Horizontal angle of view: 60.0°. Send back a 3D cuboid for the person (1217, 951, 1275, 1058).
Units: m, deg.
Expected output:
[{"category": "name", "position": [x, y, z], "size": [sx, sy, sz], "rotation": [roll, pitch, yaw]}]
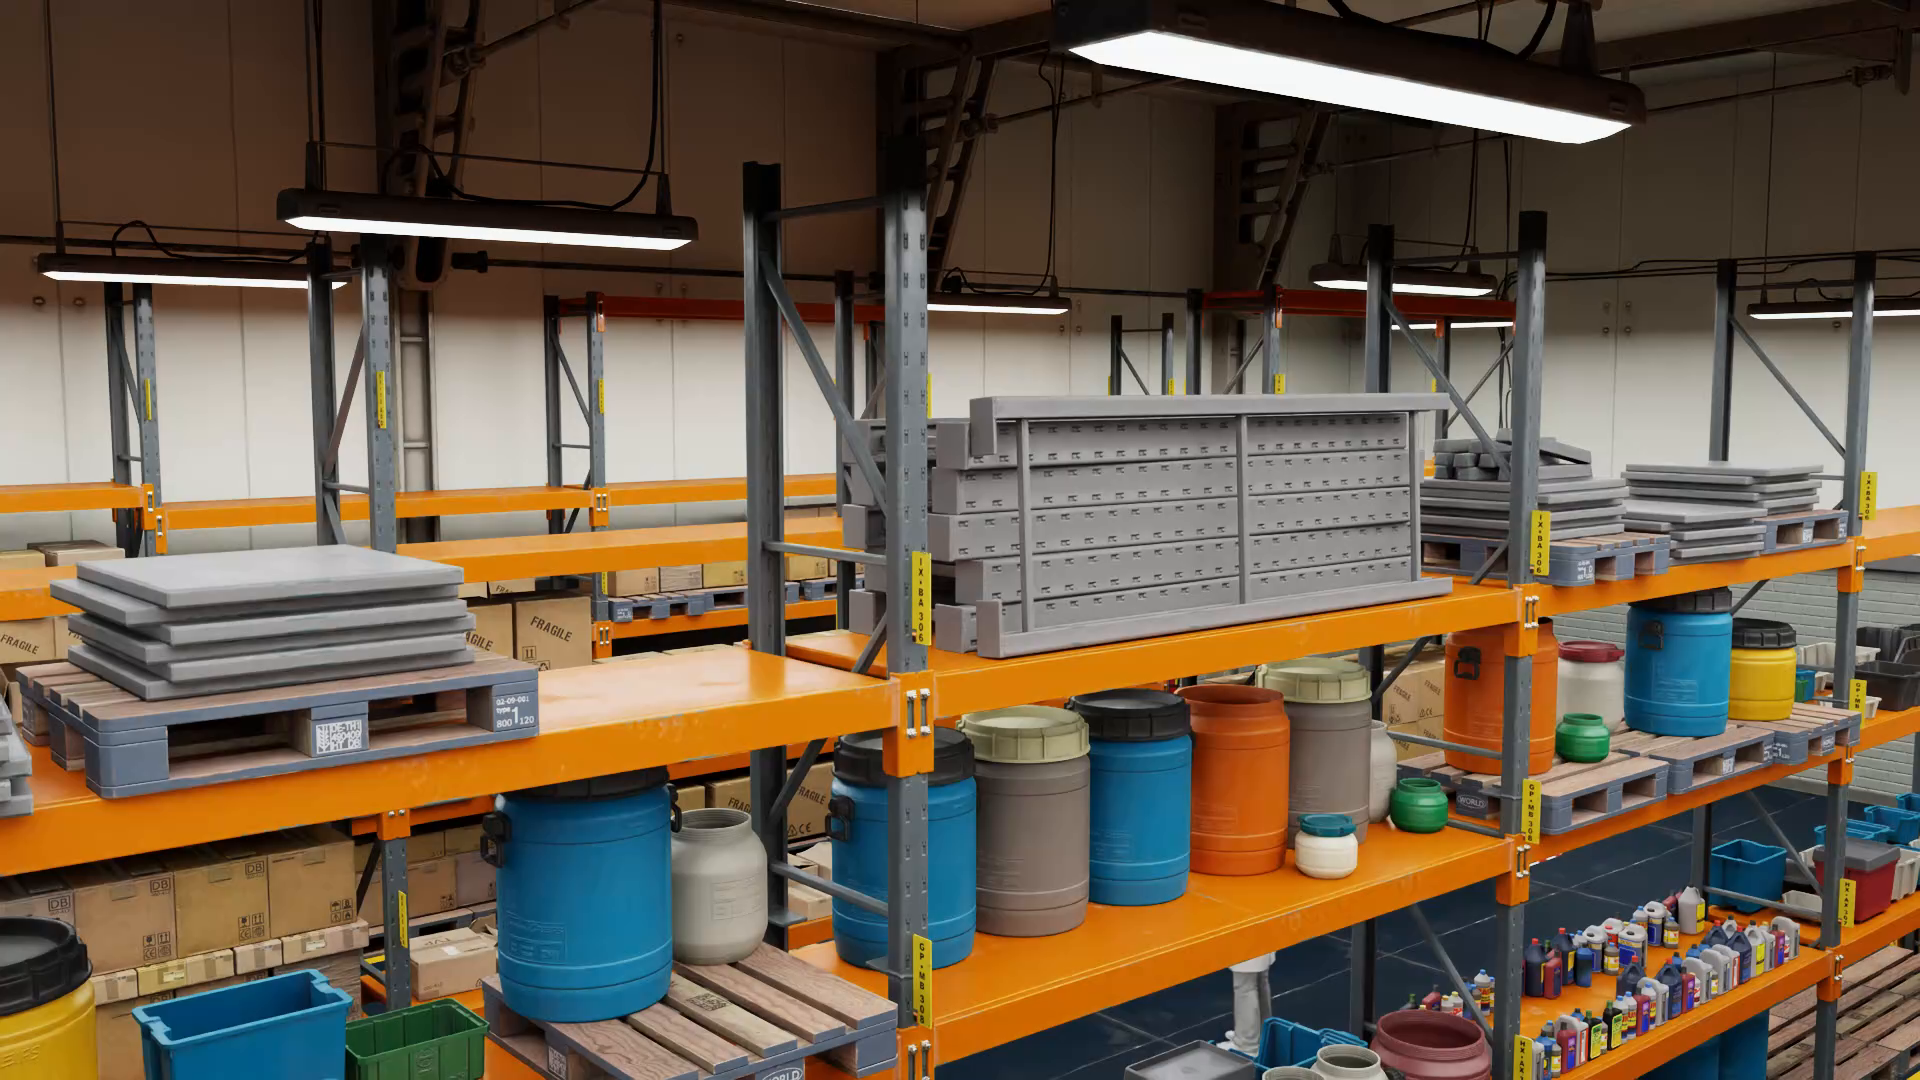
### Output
[{"category": "person", "position": [2.225, 3.046, 12.774], "size": [0.431, 1.785, 0.601], "rotation": [3, 6, 30]}]
